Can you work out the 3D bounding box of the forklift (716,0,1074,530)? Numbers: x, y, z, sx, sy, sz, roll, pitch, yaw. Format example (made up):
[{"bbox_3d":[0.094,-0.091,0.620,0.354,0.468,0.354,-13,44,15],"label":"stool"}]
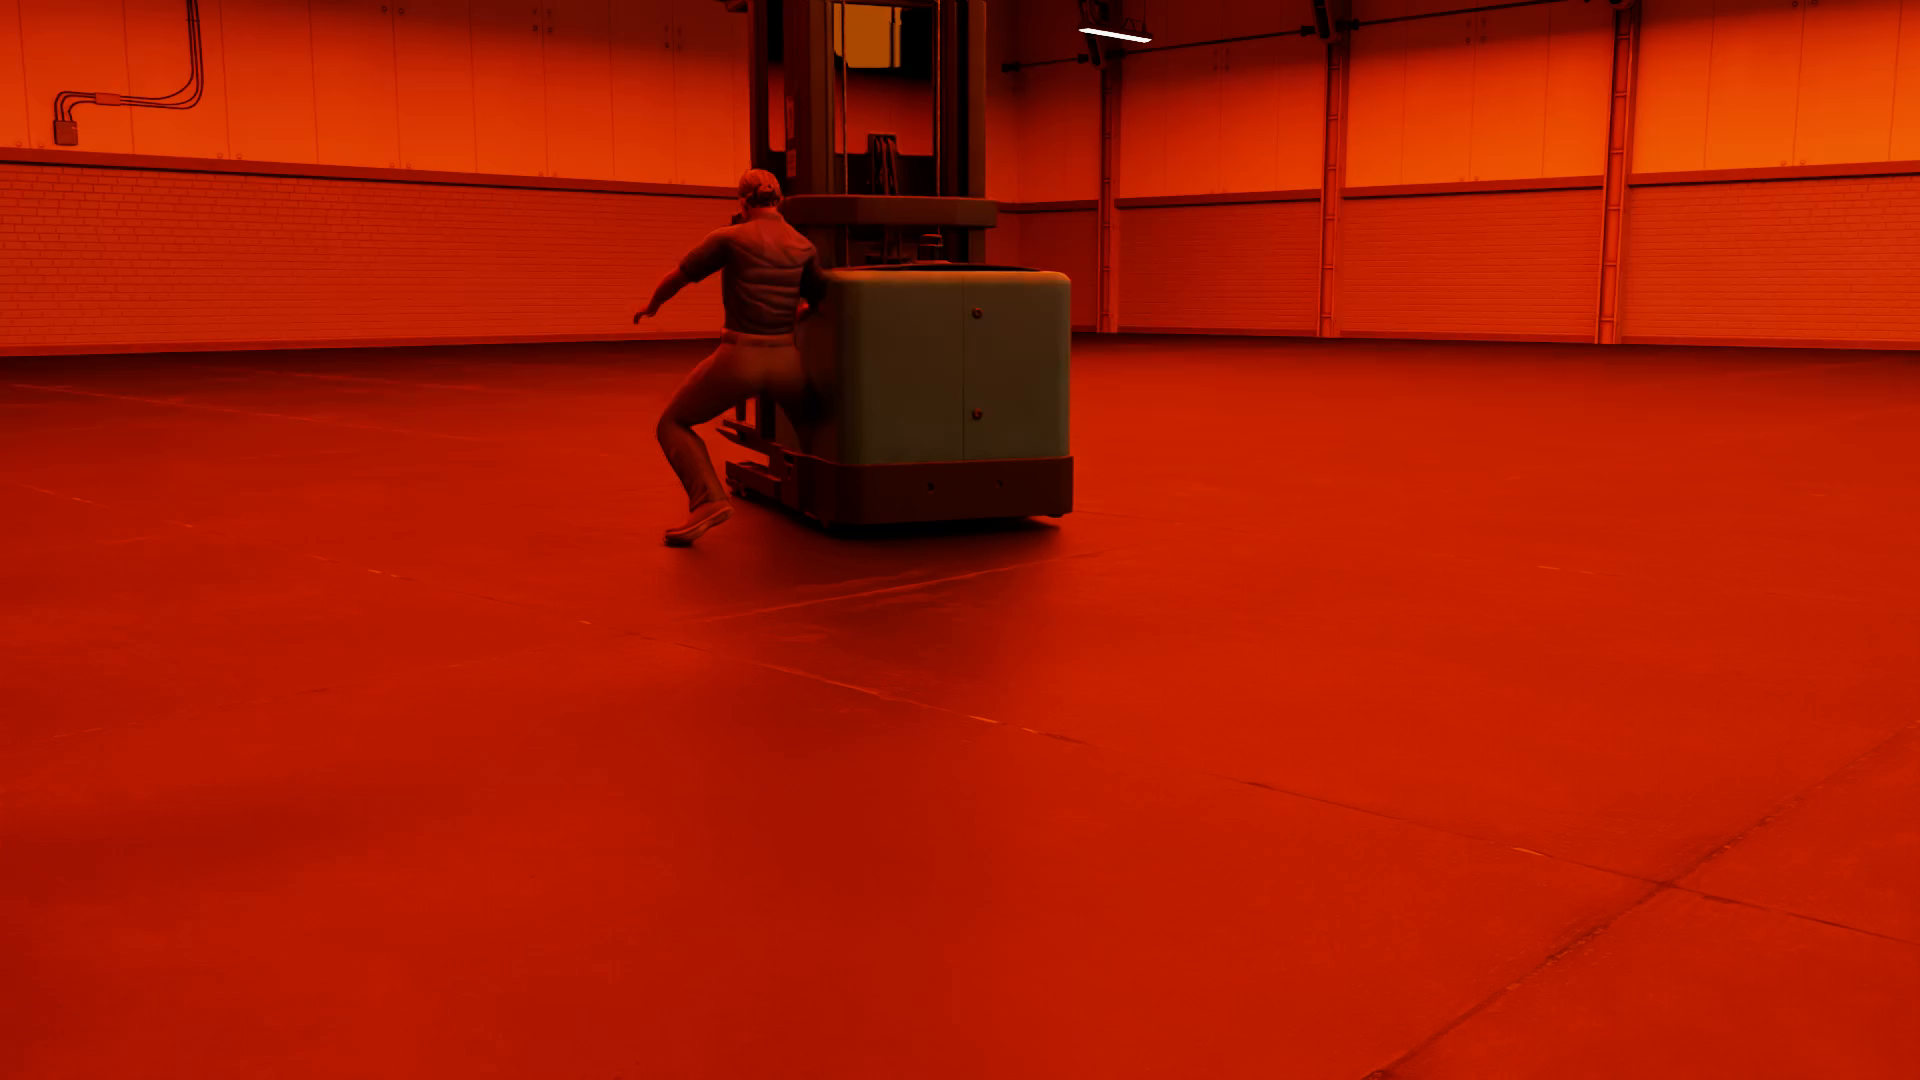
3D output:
[{"bbox_3d":[-0.524,-1.672,7.980,1.130,2.935,3.031,-3,9,-21],"label":"forklift"}]

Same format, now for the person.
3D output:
[{"bbox_3d":[-0.854,-0.764,6.829,0.894,1.481,0.641,-4,9,-23],"label":"person"}]
